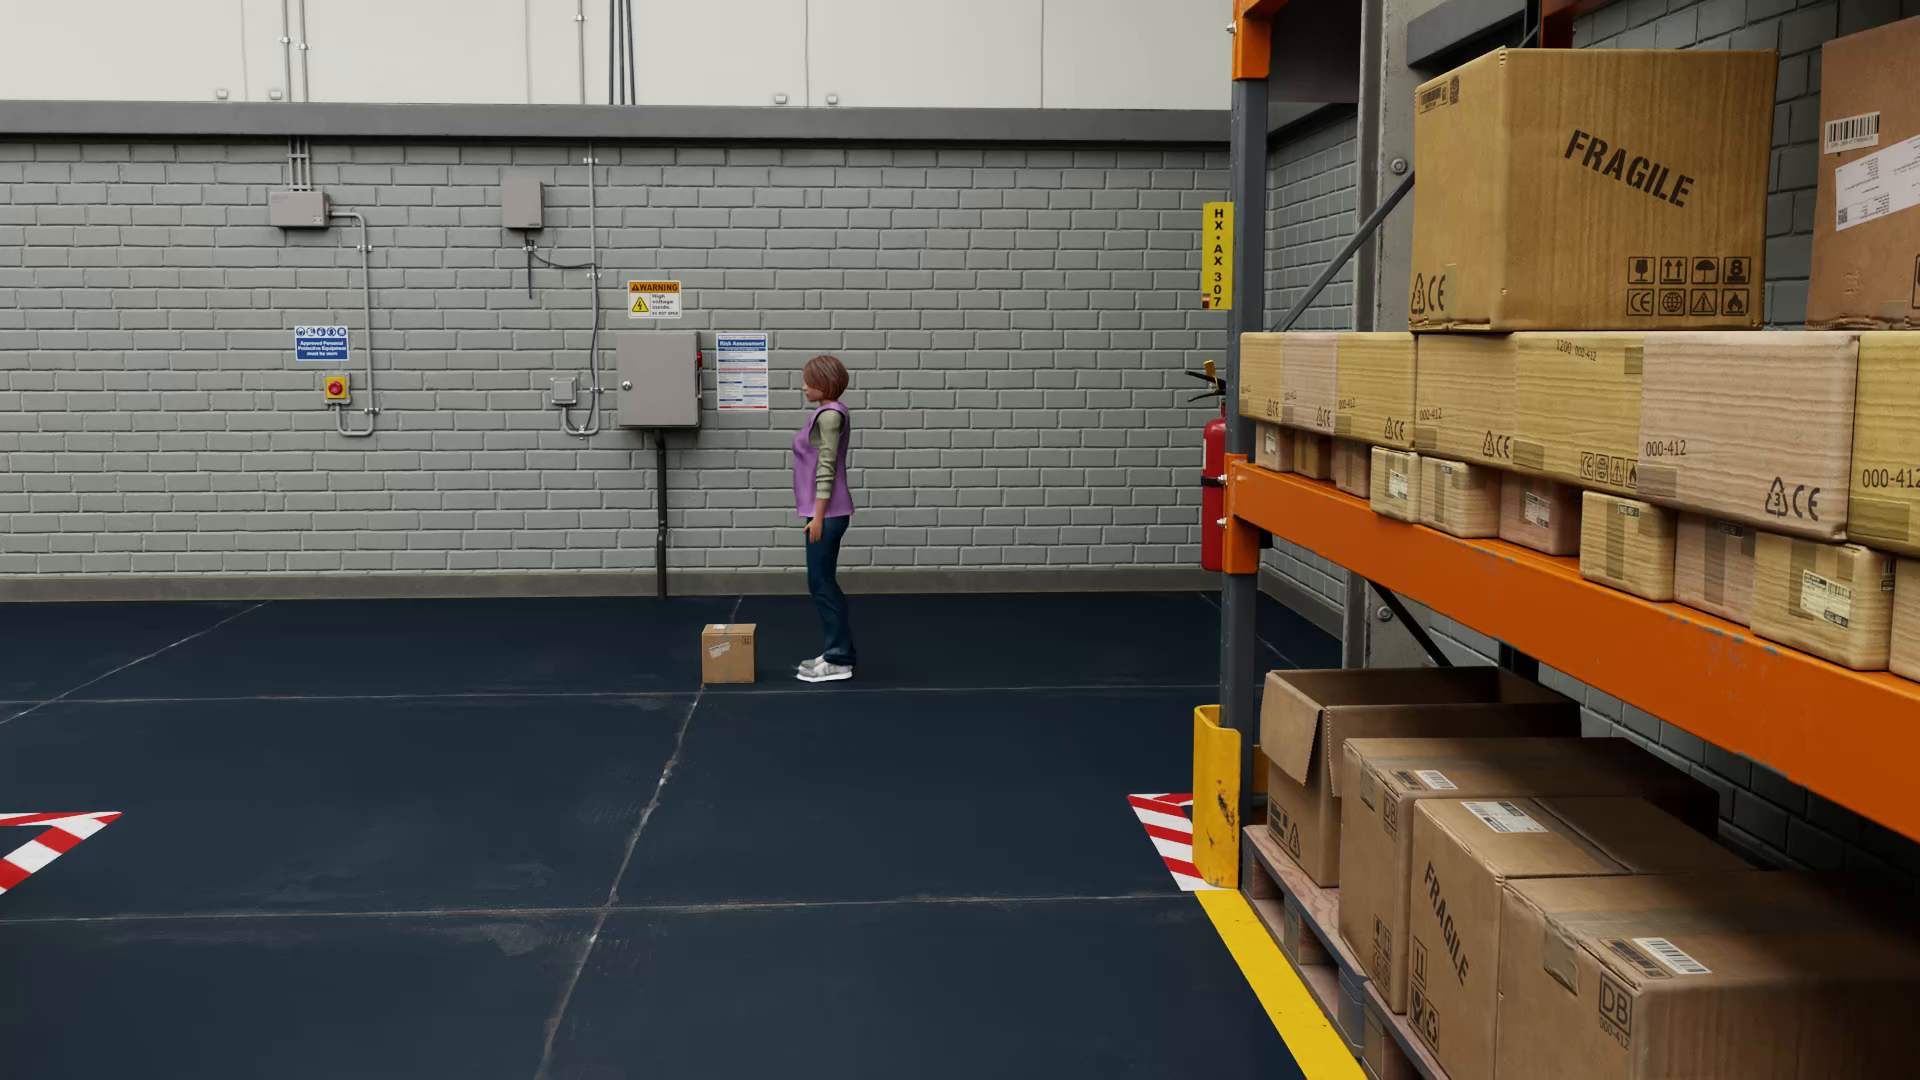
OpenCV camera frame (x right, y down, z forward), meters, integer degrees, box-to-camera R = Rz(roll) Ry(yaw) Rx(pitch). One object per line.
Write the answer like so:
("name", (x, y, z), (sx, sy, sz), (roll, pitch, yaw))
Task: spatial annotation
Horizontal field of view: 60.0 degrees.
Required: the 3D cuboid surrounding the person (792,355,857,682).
("person", (-0.664, -0.101, 8.172), (0.304, 1.586, 0.406), (0, 7, -2))
